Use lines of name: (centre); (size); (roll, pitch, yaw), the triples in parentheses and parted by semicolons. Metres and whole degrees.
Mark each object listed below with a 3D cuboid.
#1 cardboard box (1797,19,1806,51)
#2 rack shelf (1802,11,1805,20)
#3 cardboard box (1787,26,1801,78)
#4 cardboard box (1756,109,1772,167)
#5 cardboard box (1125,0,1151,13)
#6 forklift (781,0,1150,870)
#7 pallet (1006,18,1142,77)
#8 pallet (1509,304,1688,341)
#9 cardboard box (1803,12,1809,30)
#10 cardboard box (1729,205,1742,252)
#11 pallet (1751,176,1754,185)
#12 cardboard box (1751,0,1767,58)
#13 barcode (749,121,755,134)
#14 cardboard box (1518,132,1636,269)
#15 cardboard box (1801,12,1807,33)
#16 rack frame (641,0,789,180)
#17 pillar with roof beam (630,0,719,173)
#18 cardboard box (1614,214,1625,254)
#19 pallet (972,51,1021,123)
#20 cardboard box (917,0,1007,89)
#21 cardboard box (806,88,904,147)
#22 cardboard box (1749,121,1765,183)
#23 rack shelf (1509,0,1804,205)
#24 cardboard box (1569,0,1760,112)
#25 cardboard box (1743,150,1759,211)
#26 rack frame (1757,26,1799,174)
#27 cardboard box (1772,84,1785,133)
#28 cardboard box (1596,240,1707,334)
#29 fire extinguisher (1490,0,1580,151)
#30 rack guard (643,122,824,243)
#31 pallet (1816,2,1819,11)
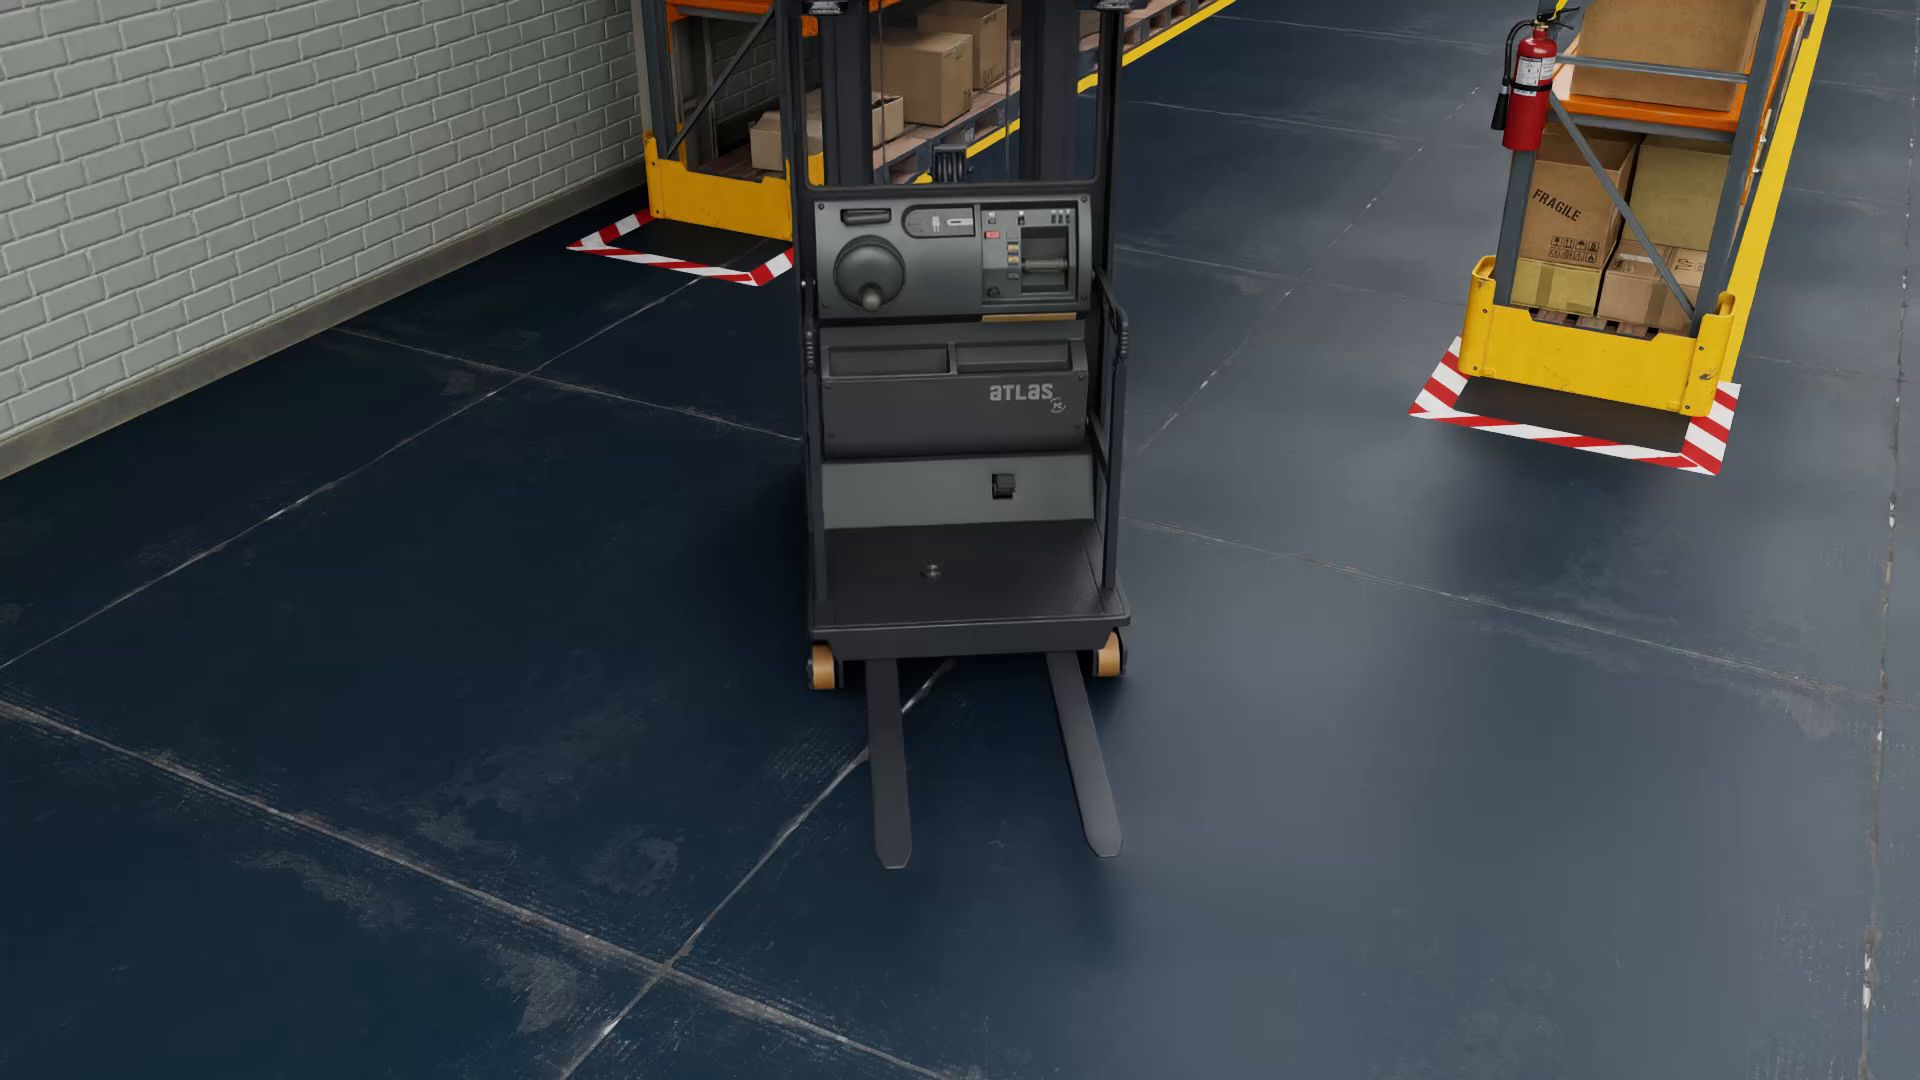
cardboard box: (6.203, -3.878, 12.831); (0.500, 0.250, 0.500); (15, 33, 24)
rack shelf: (5.778, -4.430, 12.175); (1.077, 0.370, 4.000); (14, 33, 23)
cardboard box: (5.509, -3.436, 11.497); (0.500, 0.311, 0.500); (14, 33, 23)
cardboard box: (4.850, -2.590, 10.587); (0.500, 0.250, 0.500); (14, 33, 23)
cardboard box: (1.235, -4.872, 14.290); (0.700, 0.500, 0.500); (15, 33, 24)
forklift: (-0.001, -0.917, 5.403); (1.130, 2.935, 3.031); (-2, 30, -4)
pallet: (0.808, -4.114, 13.701); (1.003, 0.211, 1.213); (14, 33, 23)
pallet: (3.356, -1.221, 8.665); (1.003, 0.211, 1.213); (14, 33, 23)
cardboard box: (6.666, -4.330, 13.617); (0.500, 0.250, 0.500); (15, 33, 24)
cardboard box: (3.939, -1.703, 9.043); (0.500, 0.250, 0.500); (14, 33, 23)
pallet: (4.467, -2.303, 10.548); (1.003, 0.211, 1.213); (14, 33, 23)
cardboard box: (3.735, -2.782, 8.482); (0.700, 0.500, 0.500); (15, 33, 24)
barcode: (-1.320, -2.618, 10.546); (0.001, 0.075, 0.075); (14, 33, 23)
cardboard box: (3.024, -1.702, 8.288); (0.500, 0.500, 0.500); (14, 33, 23)
cardboard box: (5.976, -3.897, 12.300); (0.500, 0.311, 0.500); (15, 33, 25)
rack frame: (-1.367, -3.204, 9.318); (1.000, 3.000, 0.127); (14, 33, 23)
pillar with roof beam: (2.014, -5.336, 7.005); (9.100, 9.000, 0.400); (14, 33, 23)
cardboard box: (3.243, -1.601, 8.865); (0.500, 0.250, 0.500); (14, 33, 23)
pallet: (0.181, -3.462, 12.567); (1.003, 0.211, 1.213); (14, 33, 23)
cardboard box: (0.018, -3.615, 12.101); (0.500, 0.500, 0.500); (12, 32, 20)
cardboard box: (-0.712, -2.768, 10.816); (0.500, 0.311, 0.500); (17, 34, 27)
cardboard box: (4.172, -2.249, 9.240); (0.500, 0.500, 0.500); (14, 33, 23)
rack shelf: (3.956, -2.657, 9.087); (1.077, 0.370, 4.000); (14, 33, 23)
cardboard box: (3.268, -2.329, 7.694); (0.700, 0.500, 0.500); (14, 33, 23)
cardboard box: (4.399, -2.145, 9.813); (0.500, 0.250, 0.500); (14, 33, 23)
rack frame: (4.867, -3.855, 10.451); (1.000, 3.000, 0.127); (14, 33, 23)
cardboard box: (5.271, -2.968, 11.245); (0.500, 0.250, 0.500); (13, 33, 22)
cardboard box: (3.487, -1.259, 8.270); (0.500, 0.250, 0.500); (14, 33, 23)
fire extinguisher: (2.577, -2.101, 7.475); (0.296, 0.674, 0.183); (14, 33, 23)
rack guard: (-1.333, -2.154, 9.999); (1.175, 0.500, 0.348); (14, 33, 23)
pallet: (7.619, -5.280, 15.733); (1.003, 0.211, 1.213); (14, 33, 23)
